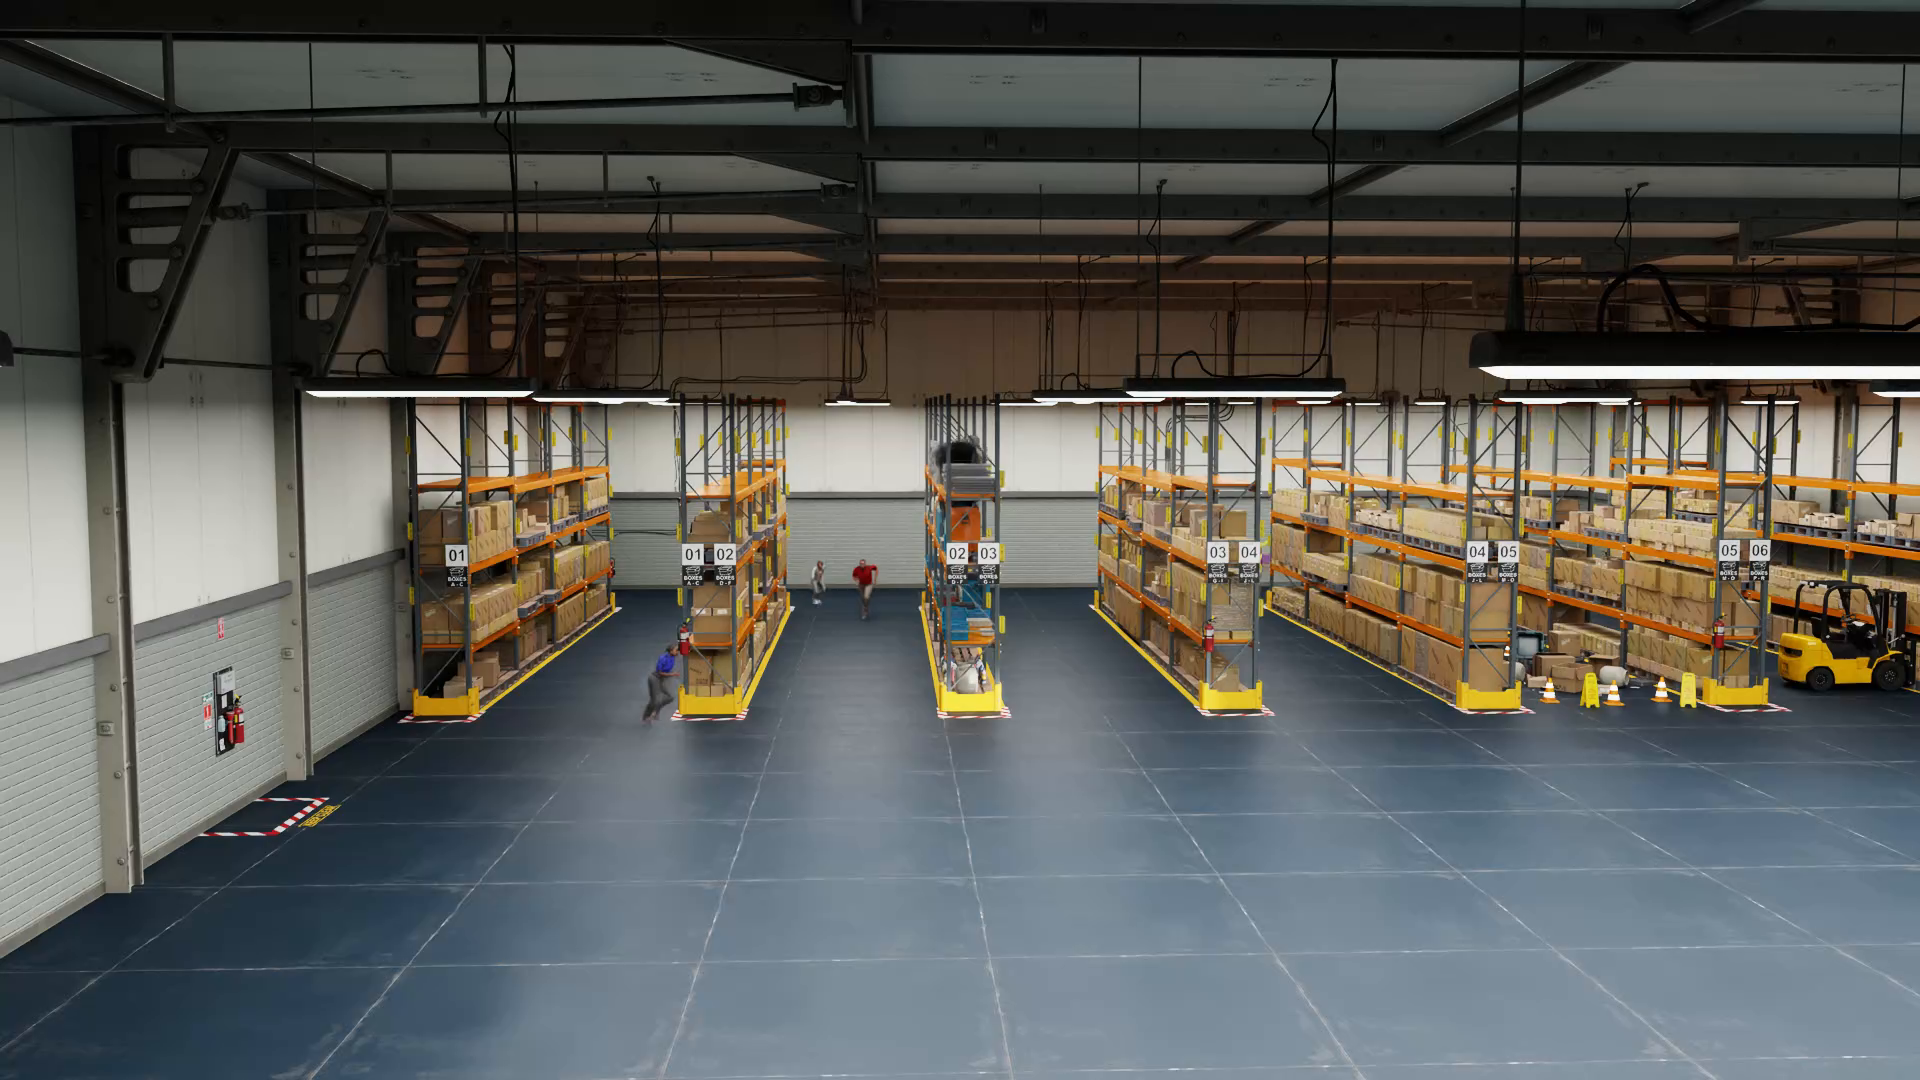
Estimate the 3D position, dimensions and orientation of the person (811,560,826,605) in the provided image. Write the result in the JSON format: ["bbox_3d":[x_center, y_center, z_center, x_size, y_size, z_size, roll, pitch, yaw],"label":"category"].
[{"bbox_3d":[-4.134,1.235,48.407,0.563,1.332,0.913,-3,5,-33],"label":"person"}]

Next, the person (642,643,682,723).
[{"bbox_3d":[-5.393,2.586,30.267,0.873,1.488,0.597,2,5,24],"label":"person"}]

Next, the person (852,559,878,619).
[{"bbox_3d":[-2.581,1.337,45.626,0.700,1.702,1.010,1,5,8],"label":"person"}]

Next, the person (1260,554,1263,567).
[{"bbox_3d":[8.666,0.985,49.188,0.710,1.809,0.697,3,5,34],"label":"person"}]
